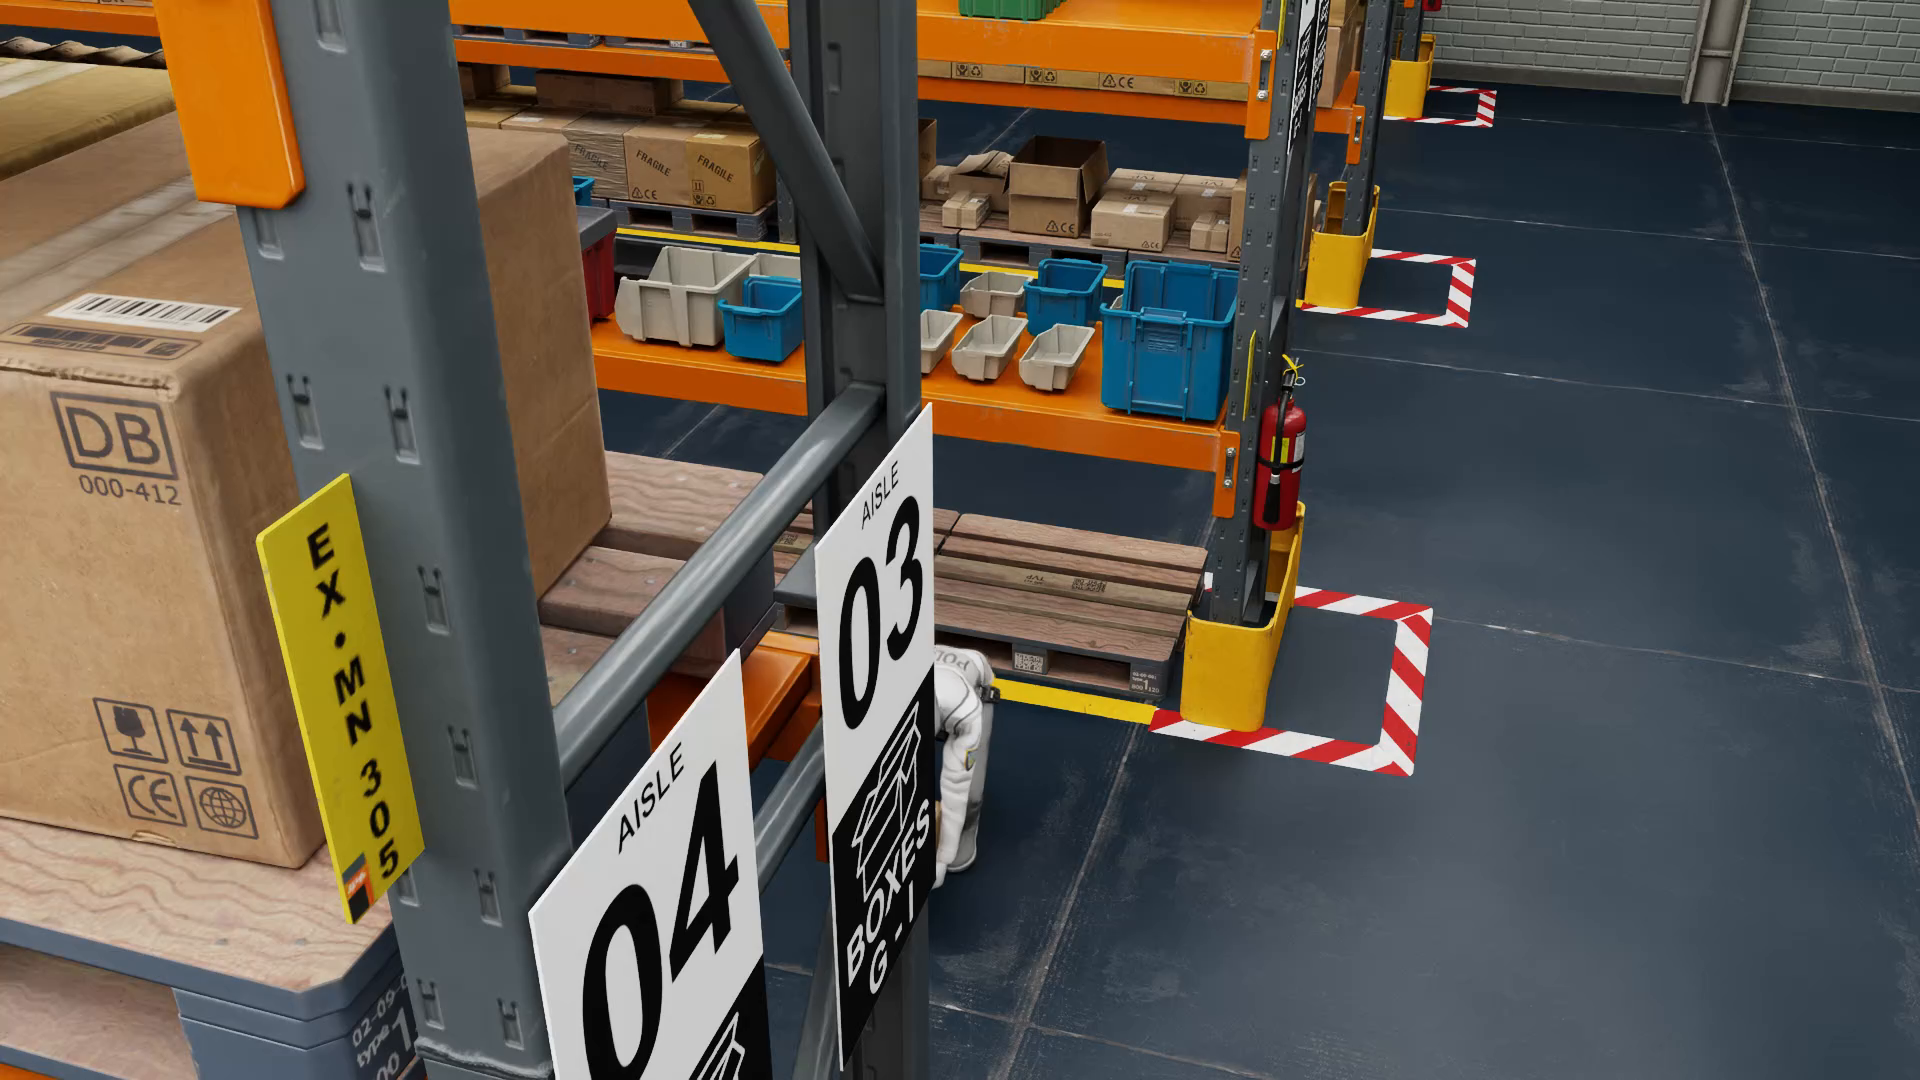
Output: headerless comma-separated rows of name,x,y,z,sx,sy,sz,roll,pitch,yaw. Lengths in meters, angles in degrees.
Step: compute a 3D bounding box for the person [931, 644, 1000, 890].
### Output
person,-0.123,0.774,5.955,0.456,0.982,0.889,8,30,13
